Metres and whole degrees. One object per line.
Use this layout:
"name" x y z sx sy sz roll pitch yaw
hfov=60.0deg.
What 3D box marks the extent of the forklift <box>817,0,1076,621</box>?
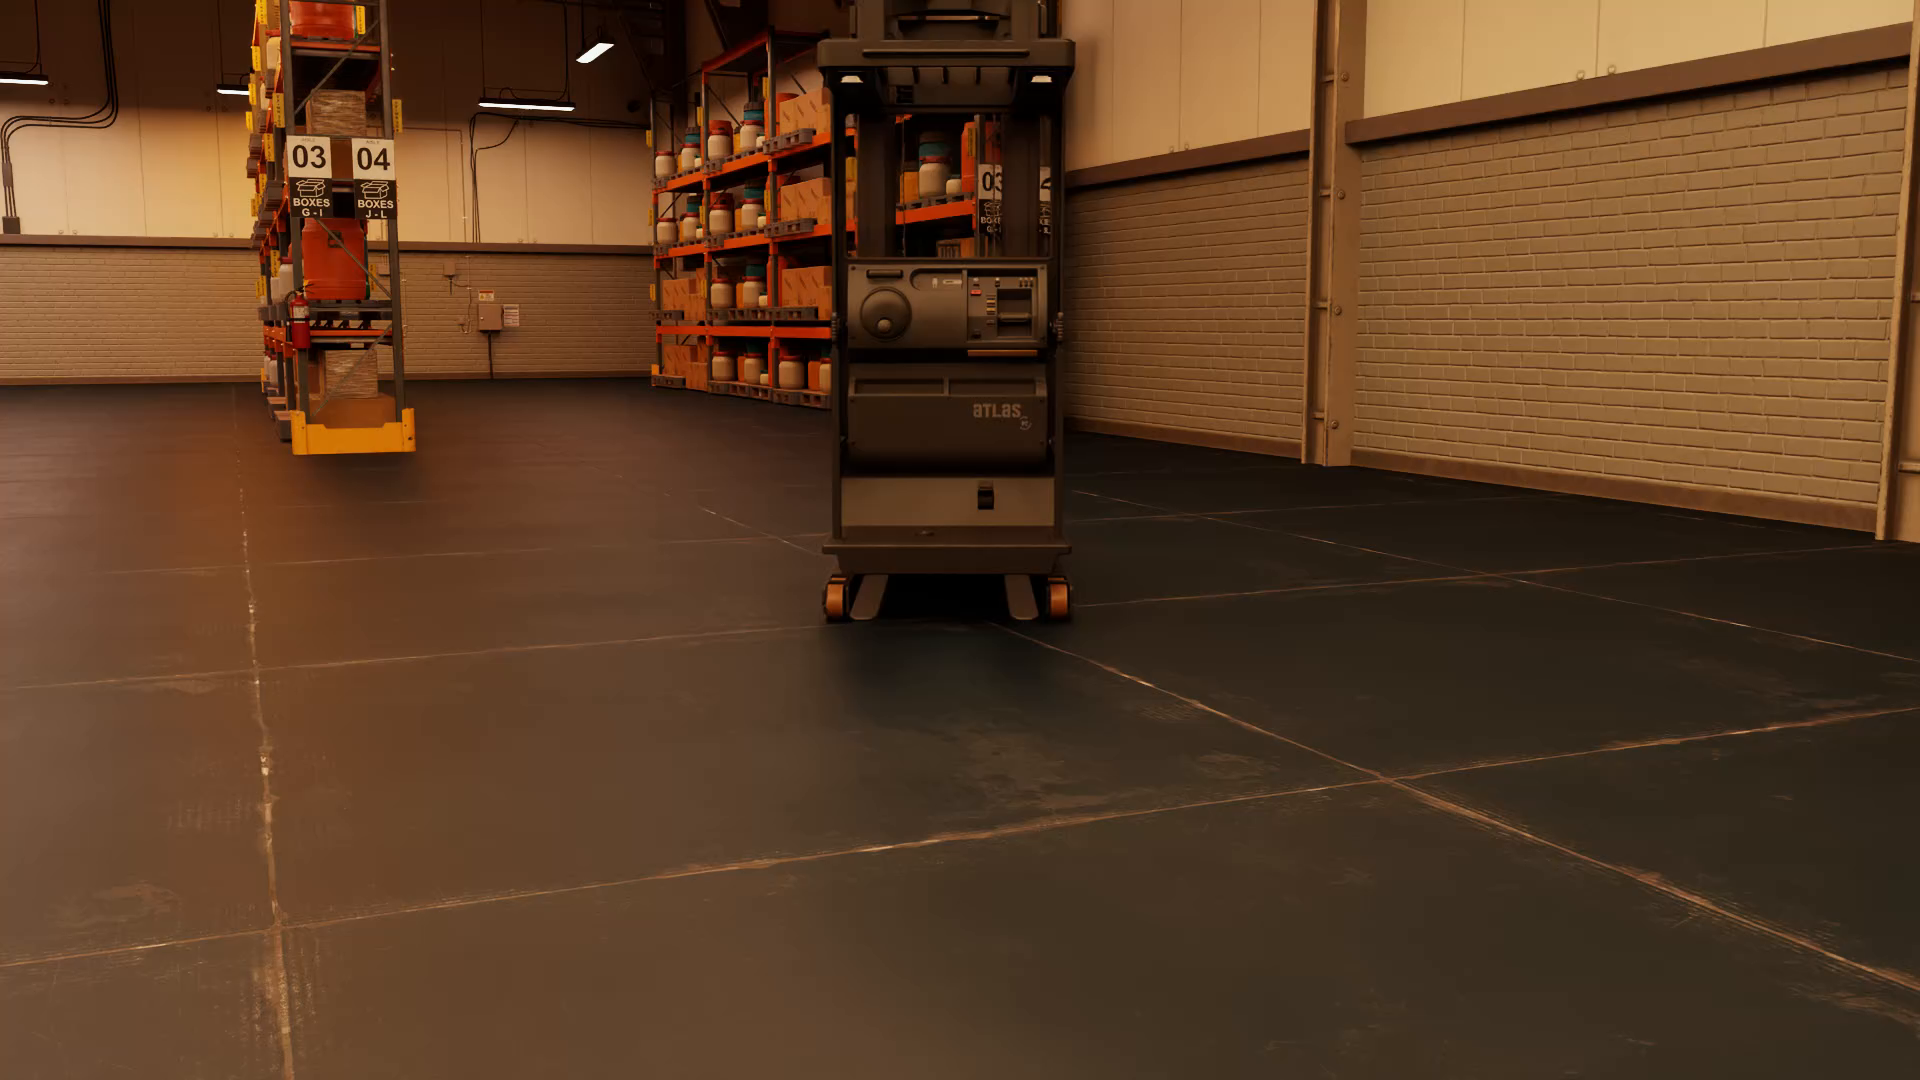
"forklift" -0.056 -1.135 7.547 1.130 2.935 3.031 0 8 0
